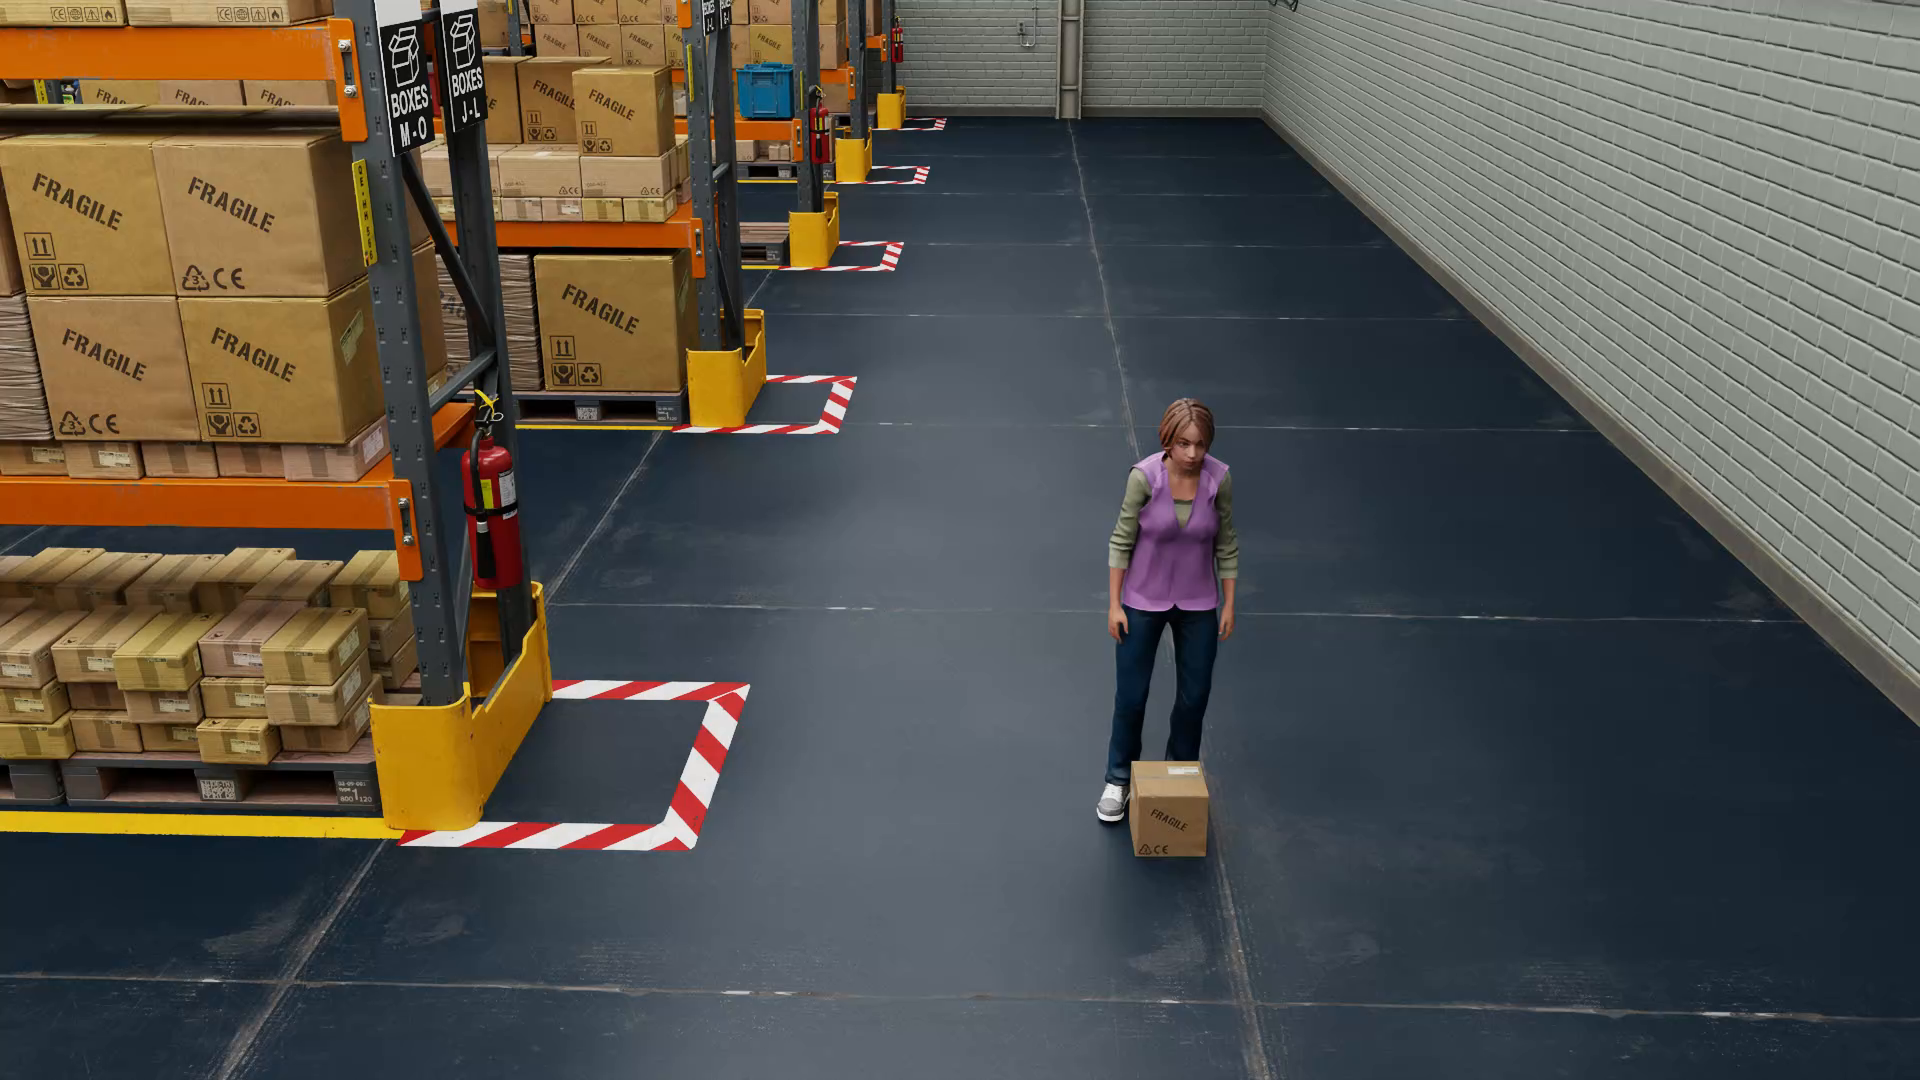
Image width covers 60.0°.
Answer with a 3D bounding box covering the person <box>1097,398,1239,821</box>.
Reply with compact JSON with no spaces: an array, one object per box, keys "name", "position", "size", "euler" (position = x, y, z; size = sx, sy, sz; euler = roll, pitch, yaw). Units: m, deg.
[{"name":"person","position":[0.749,0.249,5.950],"size":[0.485,1.593,0.345],"euler":[-1,21,-1]}]
